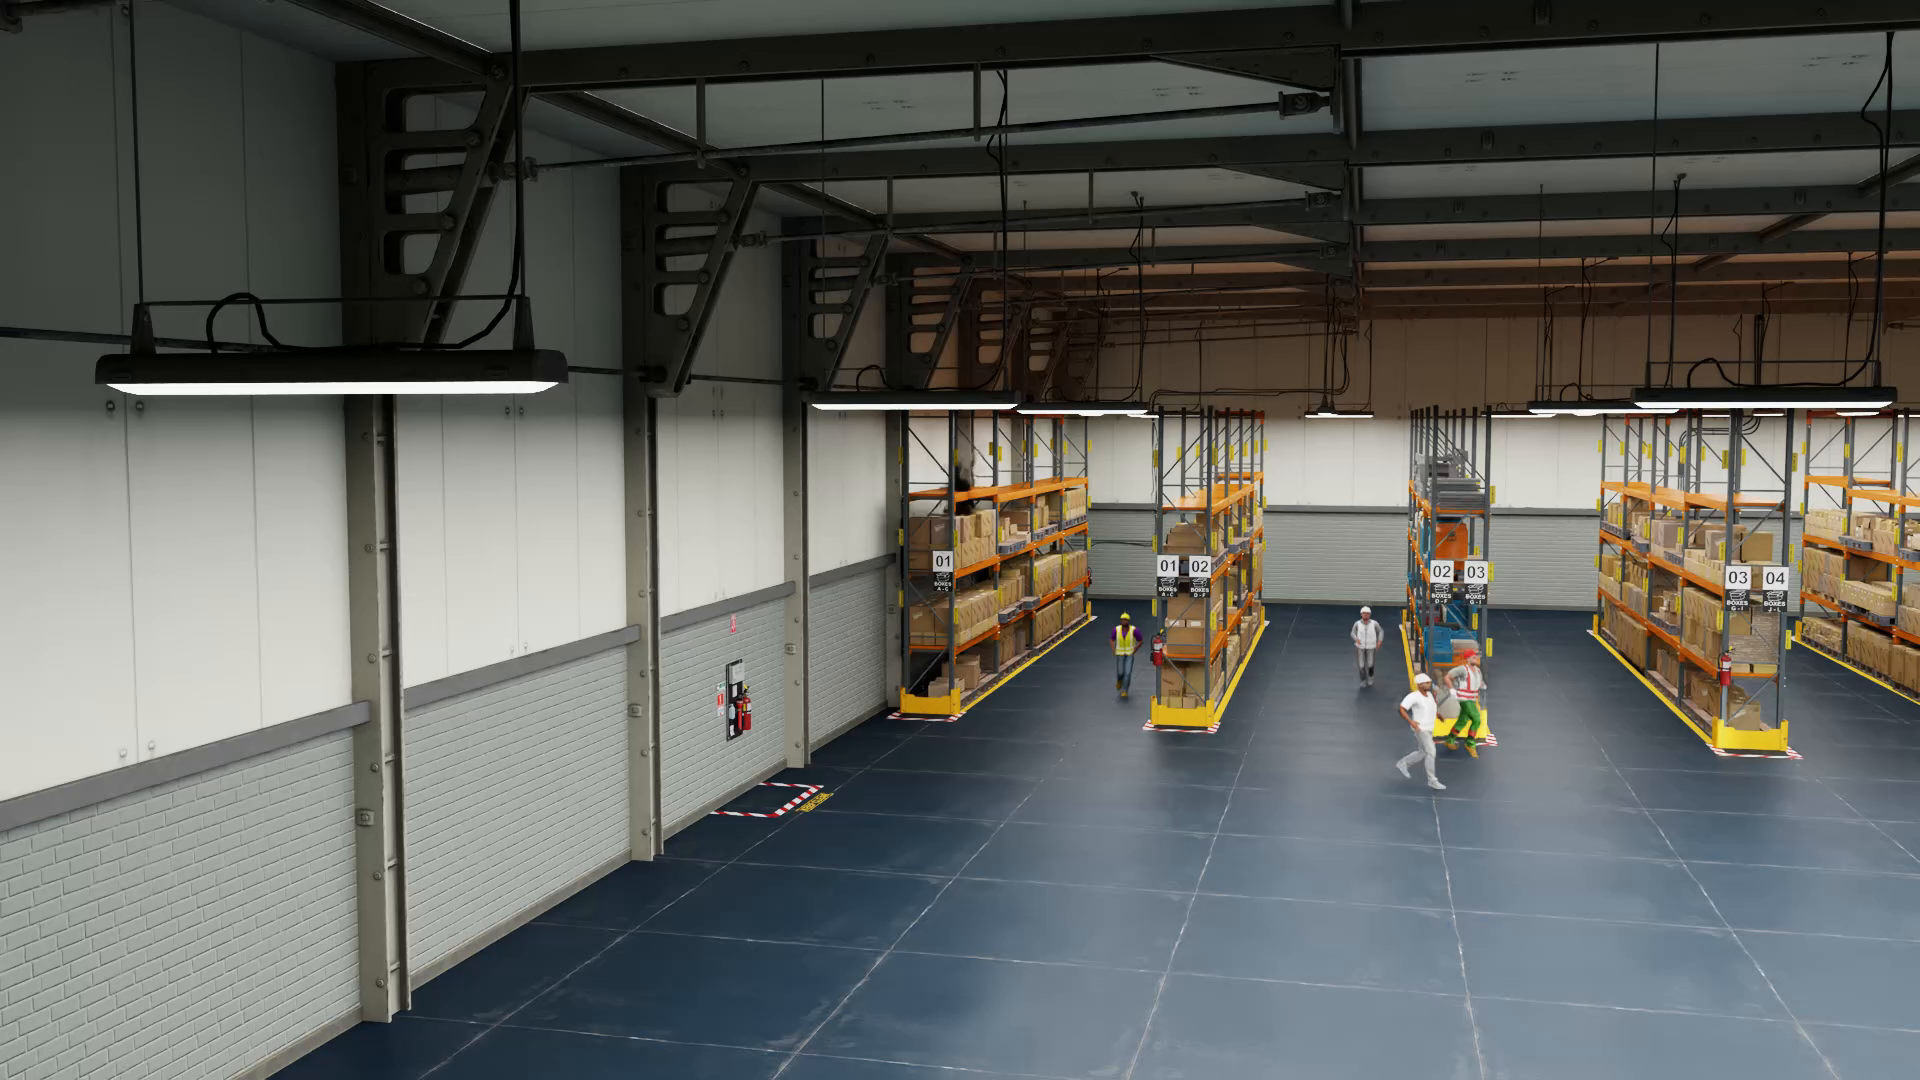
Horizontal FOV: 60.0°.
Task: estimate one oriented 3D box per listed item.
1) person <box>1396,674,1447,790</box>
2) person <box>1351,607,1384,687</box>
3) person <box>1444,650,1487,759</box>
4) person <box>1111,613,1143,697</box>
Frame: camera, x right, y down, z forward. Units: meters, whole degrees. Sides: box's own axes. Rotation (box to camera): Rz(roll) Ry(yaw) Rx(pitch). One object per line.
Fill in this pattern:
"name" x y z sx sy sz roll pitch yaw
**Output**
"person" 7.216 2.967 26.000 0.896 1.766 0.704 4 5 41
"person" 8.704 2.297 35.585 0.689 1.731 0.586 1 4 15
"person" 8.693 2.779 28.551 0.725 1.817 0.662 4 6 44
"person" 3.464 2.385 34.597 0.691 1.734 0.632 1 4 12
